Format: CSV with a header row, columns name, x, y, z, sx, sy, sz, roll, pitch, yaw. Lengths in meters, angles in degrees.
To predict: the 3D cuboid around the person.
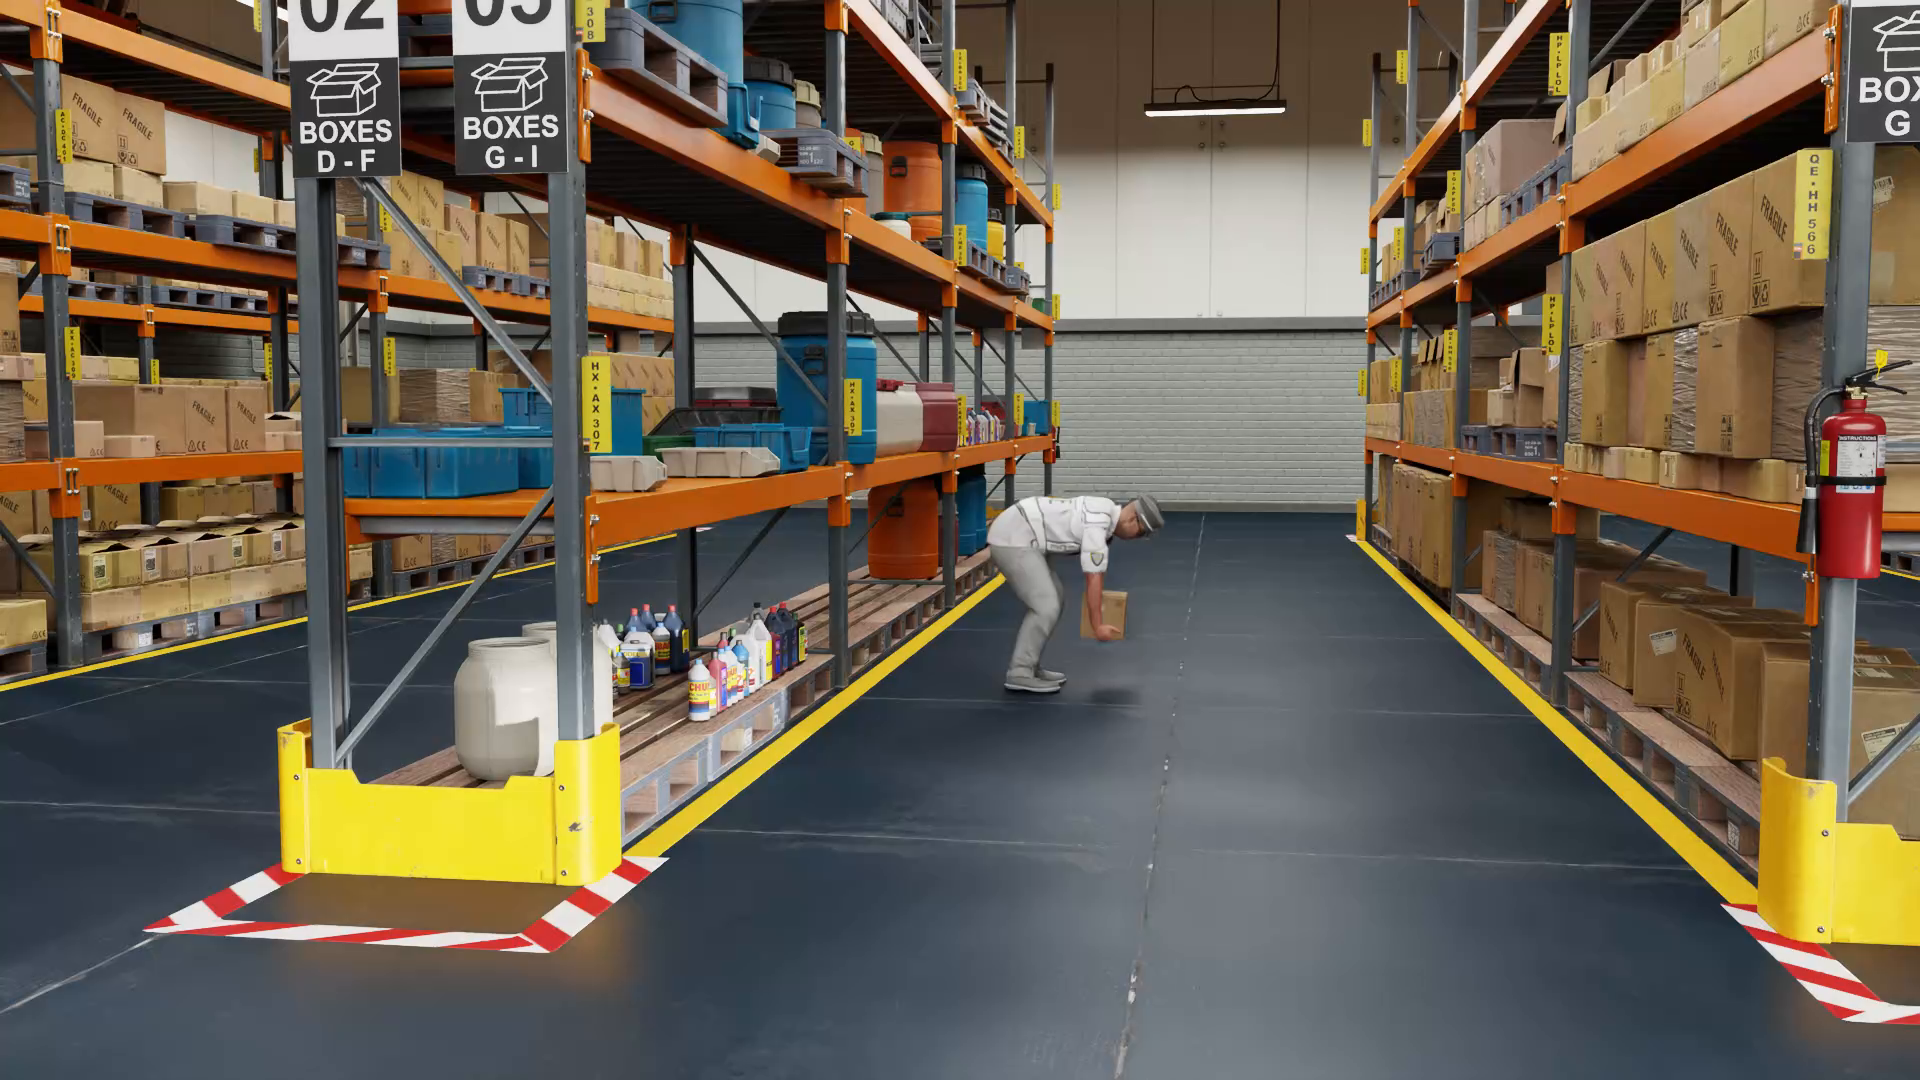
name,x,y,z,sx,sy,sz,roll,pitch,yaw
person,0.485,-0.016,9.703,0.564,1.769,0.493,1,4,9
